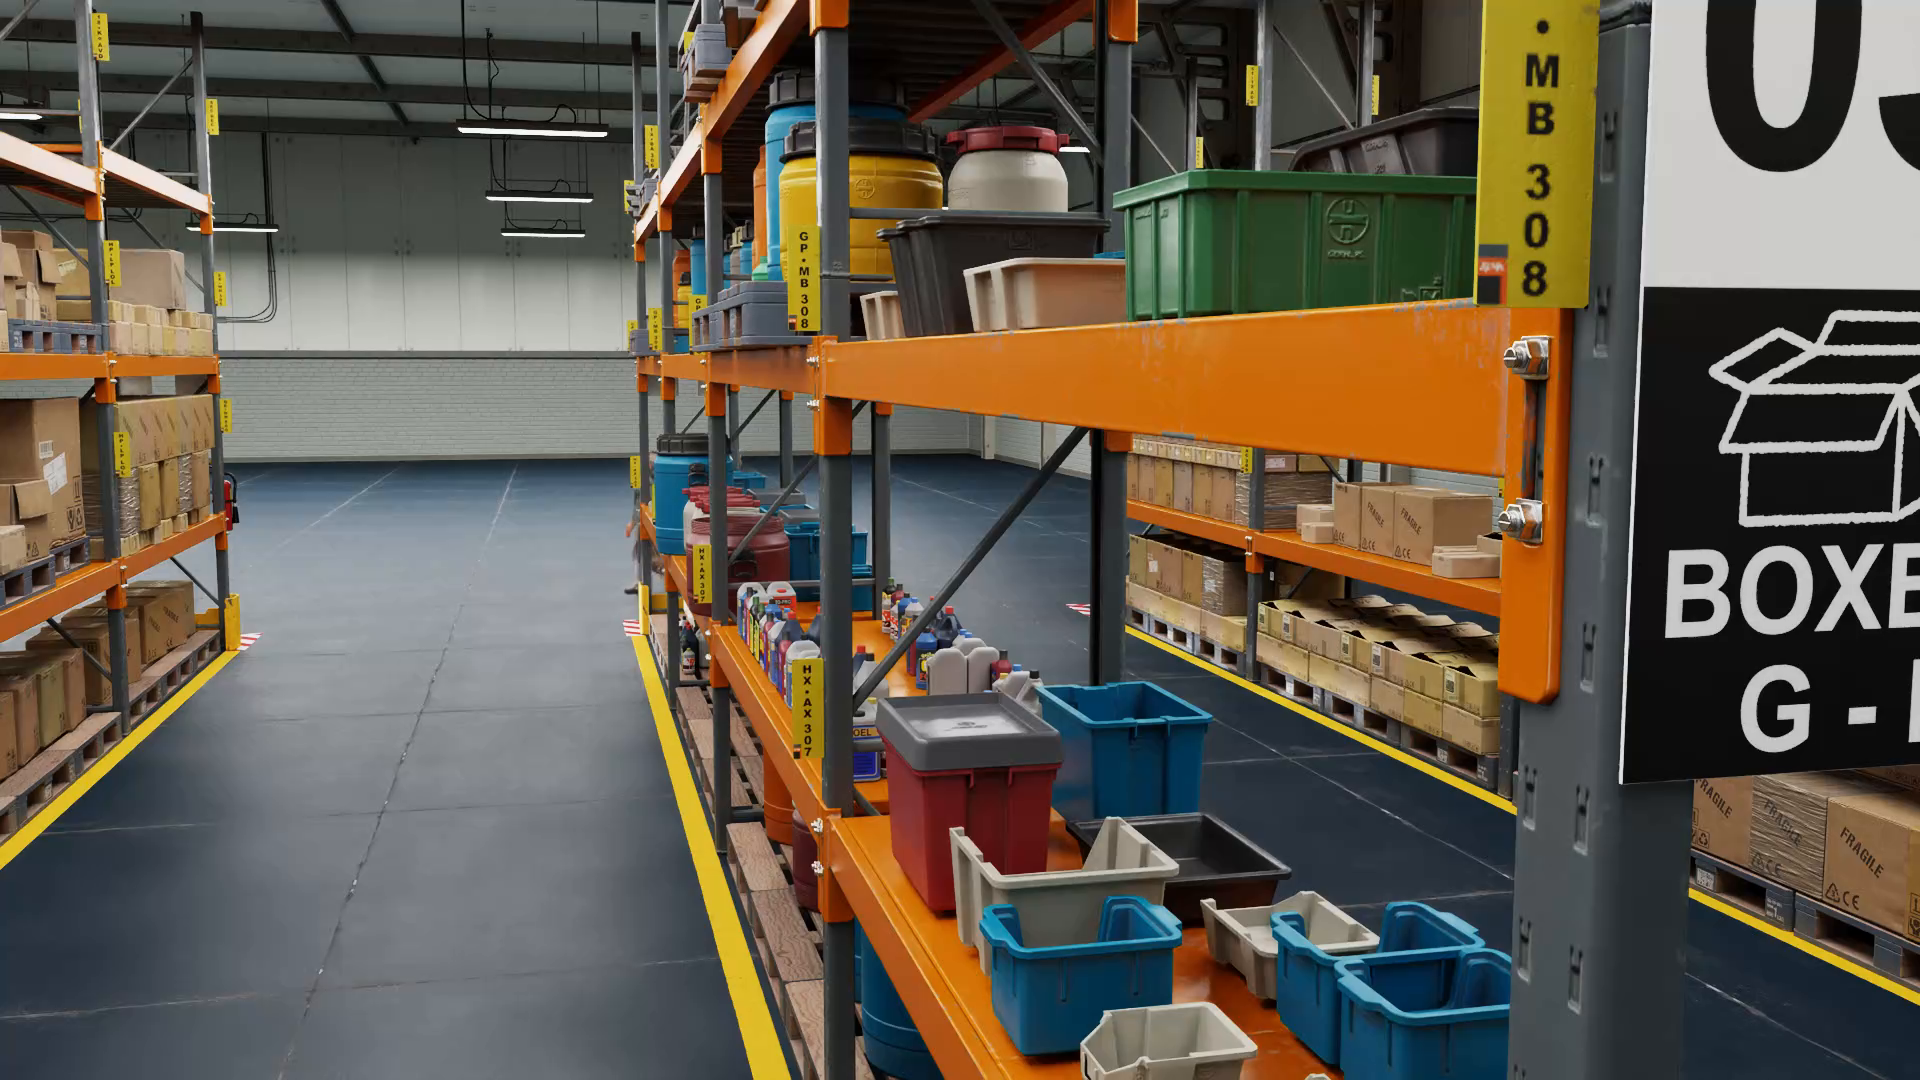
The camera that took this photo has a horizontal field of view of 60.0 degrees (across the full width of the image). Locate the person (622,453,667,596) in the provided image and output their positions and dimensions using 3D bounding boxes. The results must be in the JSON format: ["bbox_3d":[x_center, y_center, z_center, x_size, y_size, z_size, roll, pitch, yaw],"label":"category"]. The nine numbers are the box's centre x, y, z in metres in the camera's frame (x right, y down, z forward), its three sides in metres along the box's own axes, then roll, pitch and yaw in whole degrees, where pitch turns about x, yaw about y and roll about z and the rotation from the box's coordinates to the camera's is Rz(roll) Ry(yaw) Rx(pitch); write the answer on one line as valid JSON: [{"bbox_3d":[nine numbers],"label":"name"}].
[{"bbox_3d":[-3.555,-0.164,19.266,0.902,1.689,0.537,2,6,14],"label":"person"}]
